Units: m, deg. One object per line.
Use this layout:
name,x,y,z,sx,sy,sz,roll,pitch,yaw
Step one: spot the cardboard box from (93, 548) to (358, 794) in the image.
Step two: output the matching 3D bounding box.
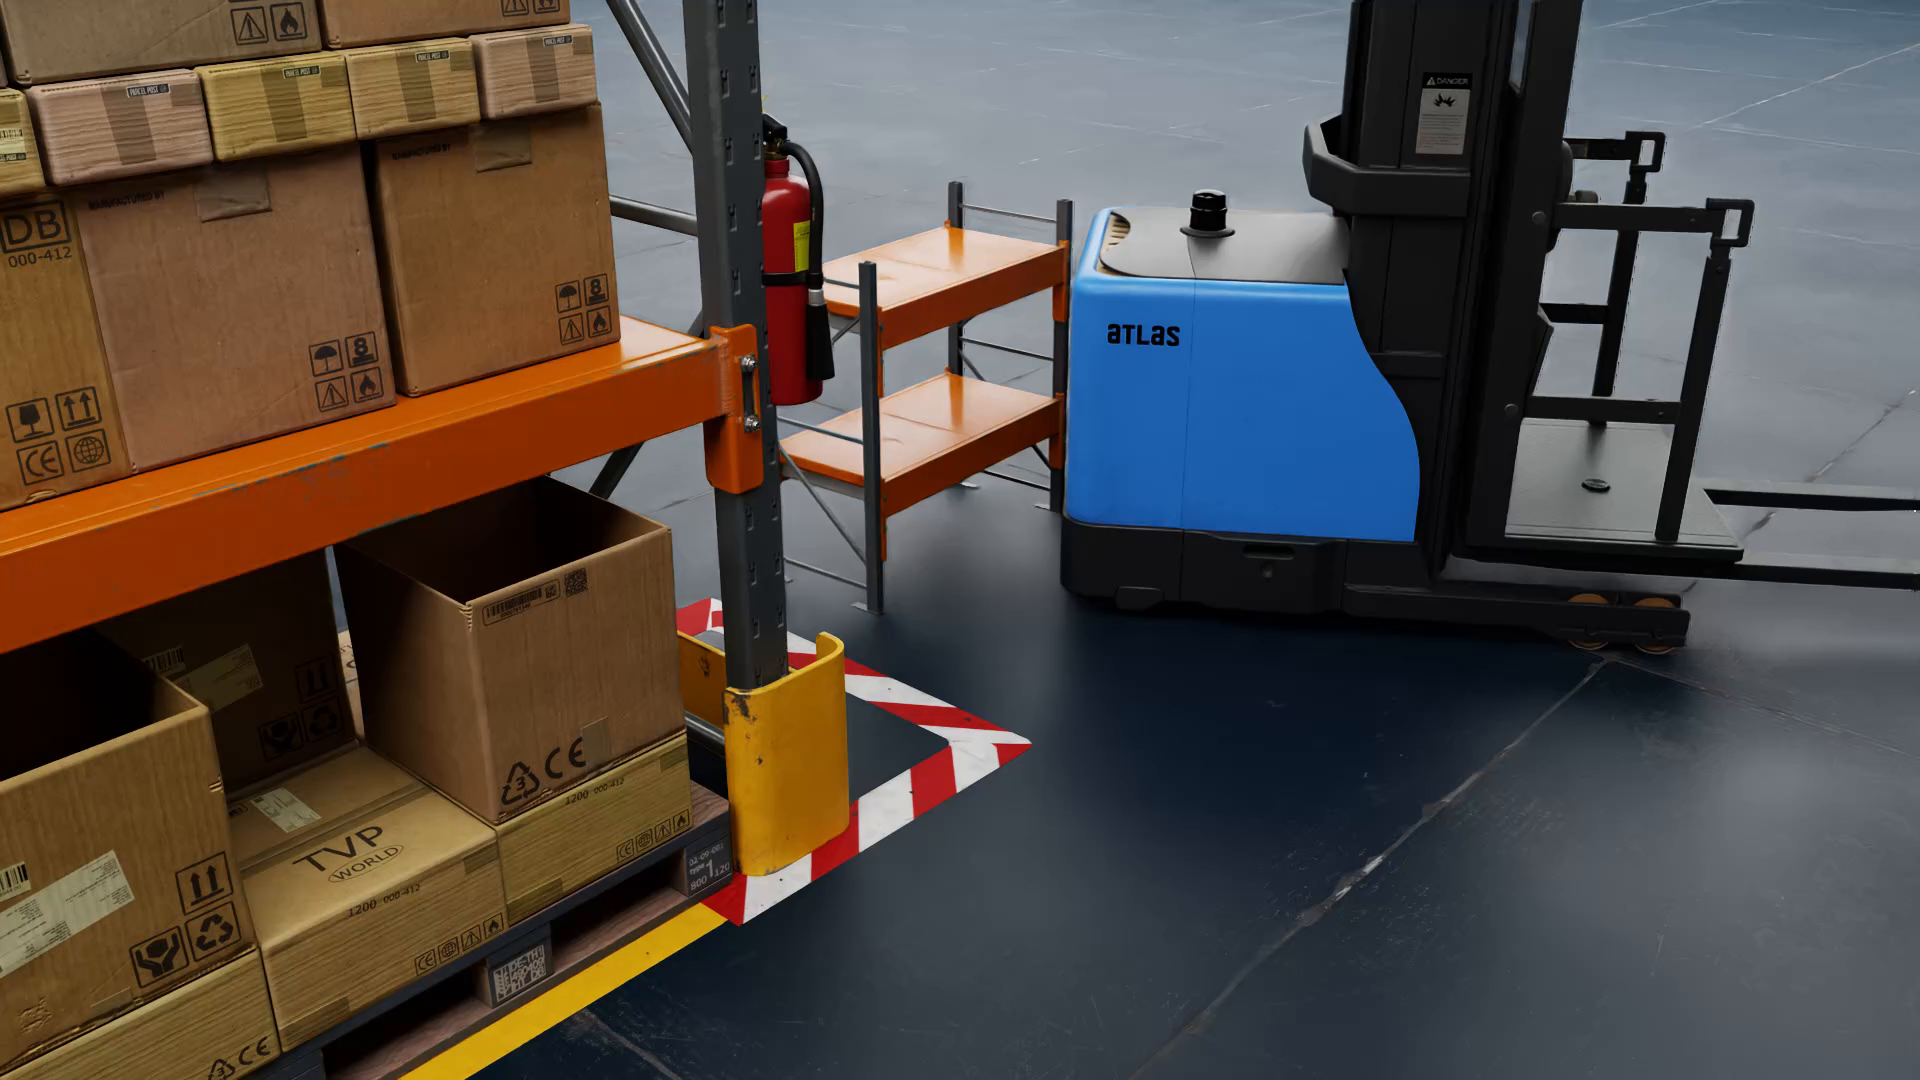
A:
cardboard box,-1.672,0.216,3.532,0.500,0.500,0.500,20,31,38

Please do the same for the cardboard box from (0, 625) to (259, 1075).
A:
cardboard box,-1.609,0.514,2.868,0.500,0.500,0.500,20,31,38

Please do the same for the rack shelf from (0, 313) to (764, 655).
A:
rack shelf,-2.151,0.177,2.567,1.077,0.370,4.000,20,31,38

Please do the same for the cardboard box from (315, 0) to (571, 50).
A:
cardboard box,-1.172,-1.243,3.148,0.700,0.500,0.500,20,31,38

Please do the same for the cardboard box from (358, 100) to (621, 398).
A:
cardboard box,-1.137,-0.667,3.449,0.700,0.500,0.500,20,31,38

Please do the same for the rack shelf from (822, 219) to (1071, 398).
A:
rack shelf,-0.141,-0.773,5.384,0.538,0.278,1.000,17,29,33

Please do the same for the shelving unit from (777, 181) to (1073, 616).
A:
shelving unit,-0.141,-0.506,5.504,0.538,1.125,1.048,17,29,33

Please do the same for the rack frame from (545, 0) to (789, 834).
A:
rack frame,-0.816,-0.760,3.779,1.000,3.000,0.127,20,31,38

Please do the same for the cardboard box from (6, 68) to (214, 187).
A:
cardboard box,-1.443,-0.699,2.728,0.380,0.149,0.250,21,31,38

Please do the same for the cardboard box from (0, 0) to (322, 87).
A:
cardboard box,-1.519,-1.081,2.787,0.700,0.500,0.500,19,30,36

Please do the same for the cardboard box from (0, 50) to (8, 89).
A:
cardboard box,-1.855,-0.927,2.444,0.700,0.500,0.500,20,31,38

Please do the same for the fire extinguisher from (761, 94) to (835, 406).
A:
fire extinguisher,-0.391,-0.634,3.592,0.296,0.674,0.183,20,31,38

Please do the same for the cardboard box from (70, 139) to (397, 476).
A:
cardboard box,-1.484,-0.506,3.089,0.700,0.500,0.500,21,32,39

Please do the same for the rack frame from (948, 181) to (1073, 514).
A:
rack frame,0.166,-0.672,5.874,0.500,1.125,0.032,17,29,33

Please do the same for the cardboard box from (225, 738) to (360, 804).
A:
cardboard box,-1.670,0.559,3.685,0.500,0.250,0.500,20,31,38

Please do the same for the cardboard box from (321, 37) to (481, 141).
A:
cardboard box,-1.103,-0.853,3.071,0.380,0.149,0.250,21,32,39

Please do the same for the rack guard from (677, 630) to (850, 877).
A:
rack guard,-0.800,0.373,4.307,1.175,0.500,0.348,20,31,38

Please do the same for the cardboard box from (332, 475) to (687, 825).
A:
cardboard box,-0.952,0.205,3.557,0.500,0.500,0.500,20,31,38

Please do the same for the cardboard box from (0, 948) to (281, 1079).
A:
cardboard box,-1.611,0.855,3.023,0.500,0.250,0.500,20,31,38

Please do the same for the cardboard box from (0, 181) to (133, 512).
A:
cardboard box,-1.819,-0.356,2.755,0.700,0.500,0.500,20,31,38

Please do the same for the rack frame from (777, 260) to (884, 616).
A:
rack frame,-0.448,-0.340,5.134,0.500,1.125,0.032,17,29,33

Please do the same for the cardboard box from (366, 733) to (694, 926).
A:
cardboard box,-0.954,0.547,3.711,0.500,0.250,0.500,20,31,38

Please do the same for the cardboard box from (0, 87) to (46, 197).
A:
cardboard box,-1.618,-0.619,2.549,0.380,0.149,0.250,21,32,39

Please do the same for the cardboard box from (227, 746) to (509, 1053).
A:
cardboard box,-1.278,0.703,3.364,0.500,0.250,0.500,20,31,38

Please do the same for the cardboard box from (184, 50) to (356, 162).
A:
cardboard box,-1.273,-0.775,2.898,0.380,0.149,0.250,20,31,37

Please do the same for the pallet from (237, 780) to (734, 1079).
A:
pallet,-1.295,0.757,3.804,1.003,0.211,1.213,20,31,38

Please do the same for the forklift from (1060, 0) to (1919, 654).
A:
forklift,1.878,-1.227,4.905,3.031,2.935,1.130,3,24,7

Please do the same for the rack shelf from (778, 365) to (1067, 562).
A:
rack shelf,-0.141,-0.283,5.604,0.538,0.278,1.000,17,29,33

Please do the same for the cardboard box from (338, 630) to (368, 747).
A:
cardboard box,-1.339,0.406,4.027,0.500,0.250,0.500,20,31,38

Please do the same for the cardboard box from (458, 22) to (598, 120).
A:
cardboard box,-0.929,-0.933,3.250,0.380,0.149,0.250,20,31,37
